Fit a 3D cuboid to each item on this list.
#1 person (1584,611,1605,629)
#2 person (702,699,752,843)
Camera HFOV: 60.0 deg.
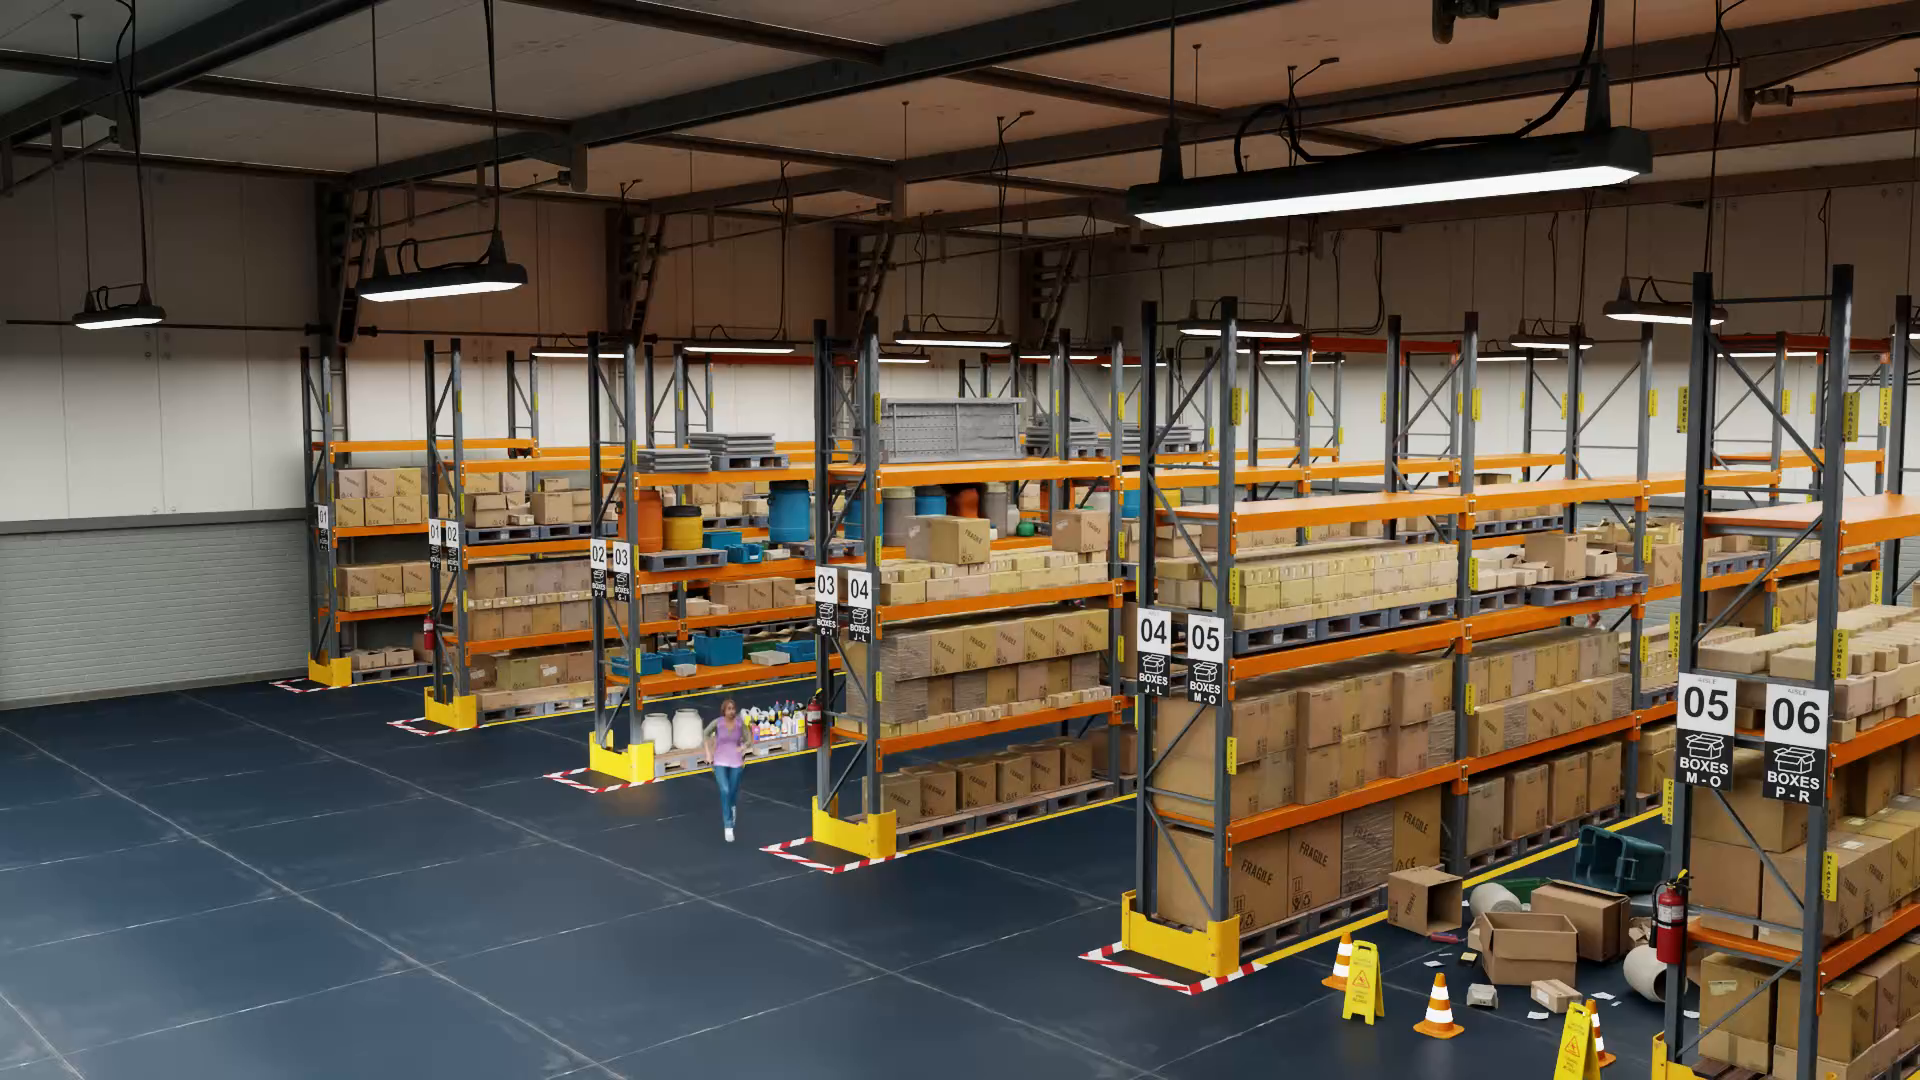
[{"bbox_3d":[10.544,1.949,27.665,0.436,1.606,0.789,4,7,40],"label":"person"},{"bbox_3d":[-2.732,2.648,19.530,0.563,1.611,0.891,-2,5,-17],"label":"person"}]
